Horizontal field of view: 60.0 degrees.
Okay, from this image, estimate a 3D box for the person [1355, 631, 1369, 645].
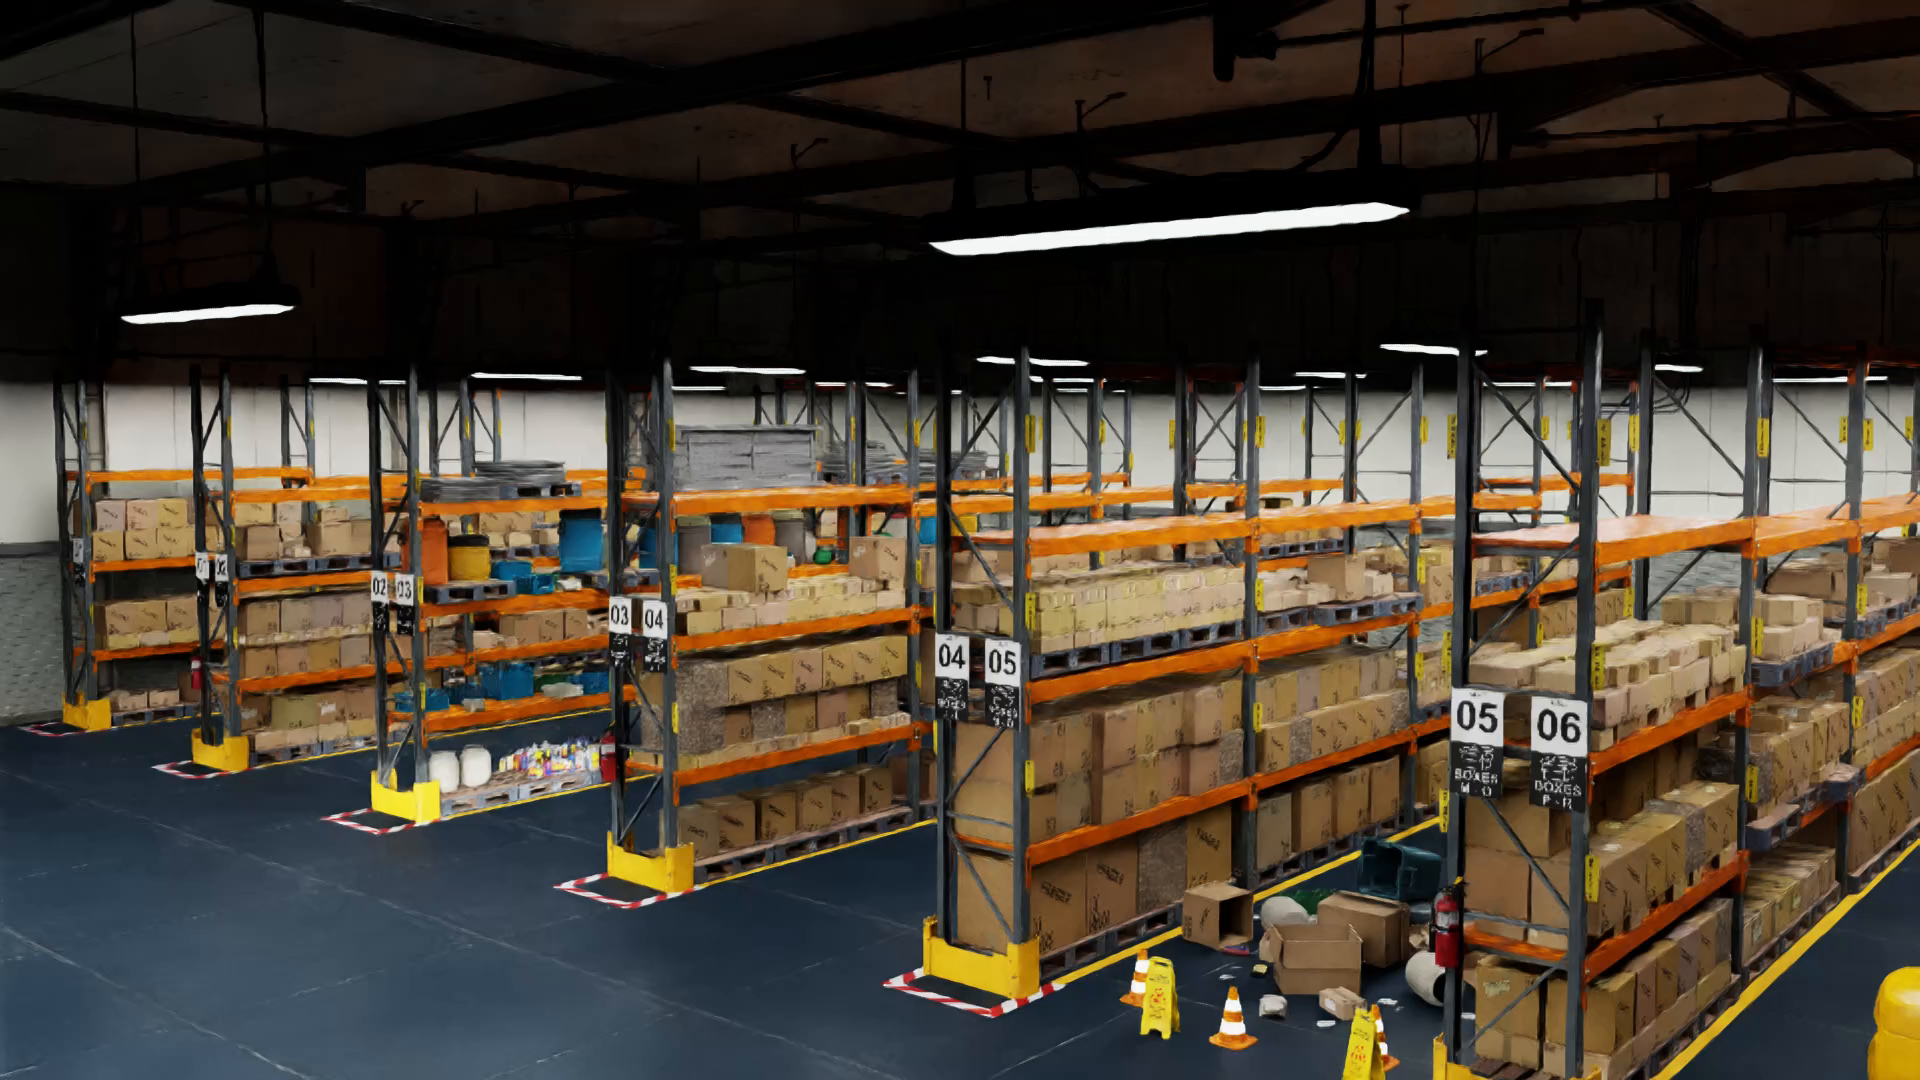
[{"bbox_3d":[6.869,2.309,28.351,0.399,1.601,0.469,1,4,8],"label":"person"}]
